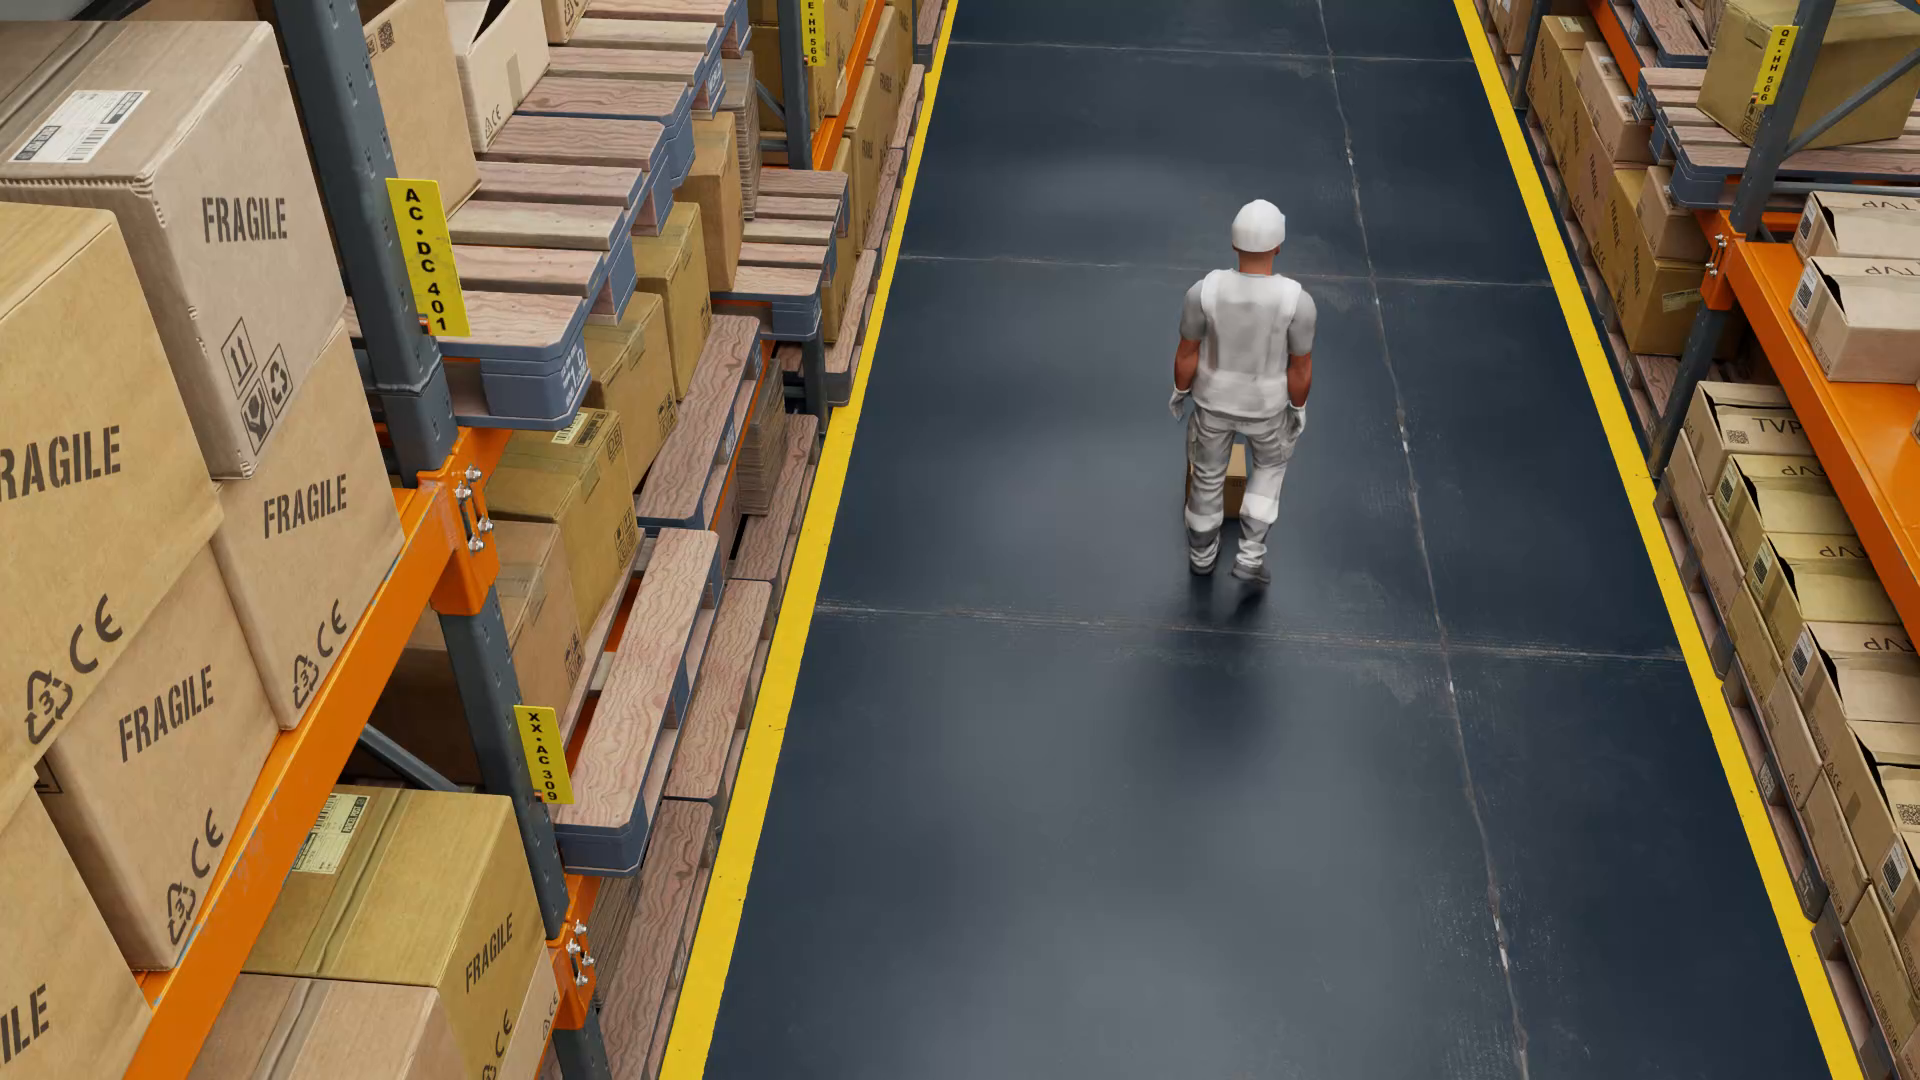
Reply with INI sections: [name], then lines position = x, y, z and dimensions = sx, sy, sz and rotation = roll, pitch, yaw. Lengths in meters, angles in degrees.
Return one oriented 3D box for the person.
[person]
position = 1.135, -0.559, 6.783
dimensions = 0.563, 1.794, 0.484
rotation = 9, 41, 11
